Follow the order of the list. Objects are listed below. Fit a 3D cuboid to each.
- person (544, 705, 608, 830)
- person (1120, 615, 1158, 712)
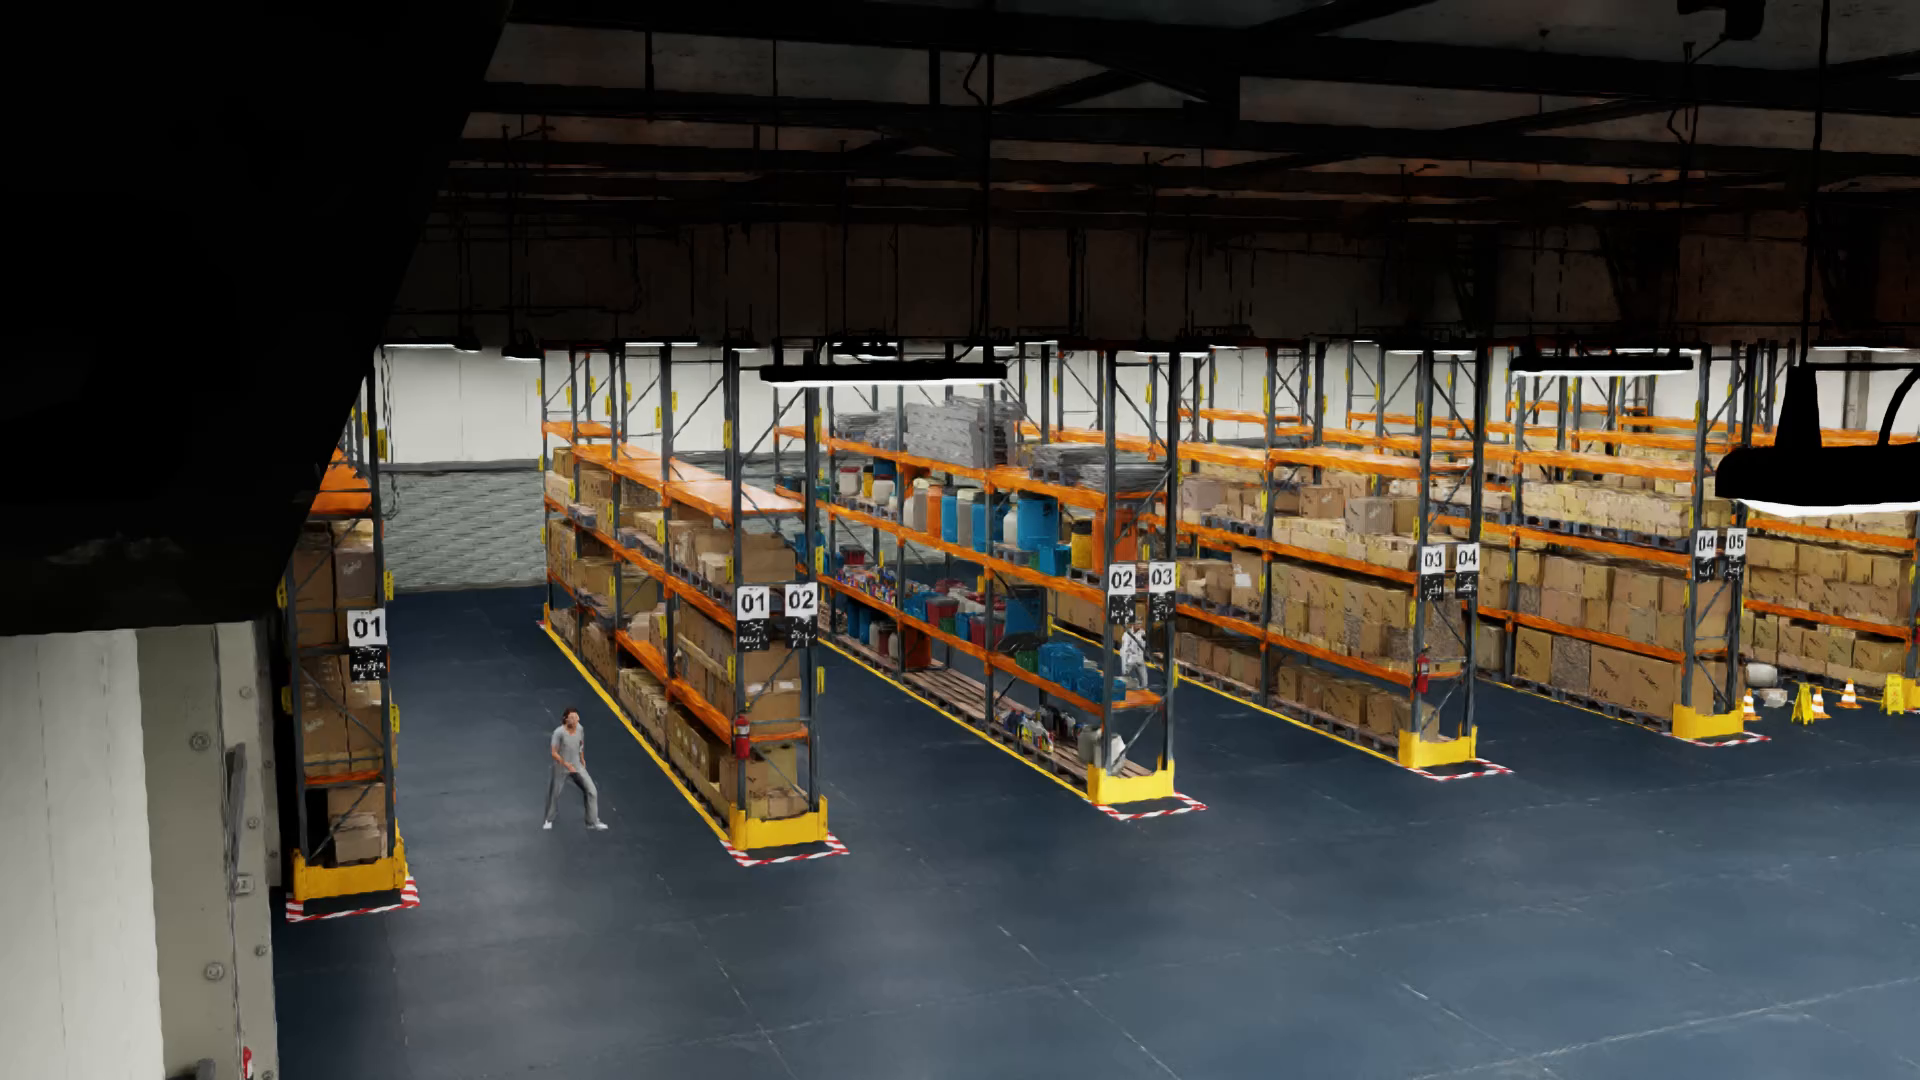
[{"bbox_3d":[-4.875,2.834,20.781,0.613,1.607,0.808,-6,10,-39],"label":"person"},{"bbox_3d":[2.851,1.989,27.241,0.495,1.589,1.086,-3,8,-19],"label":"person"}]
